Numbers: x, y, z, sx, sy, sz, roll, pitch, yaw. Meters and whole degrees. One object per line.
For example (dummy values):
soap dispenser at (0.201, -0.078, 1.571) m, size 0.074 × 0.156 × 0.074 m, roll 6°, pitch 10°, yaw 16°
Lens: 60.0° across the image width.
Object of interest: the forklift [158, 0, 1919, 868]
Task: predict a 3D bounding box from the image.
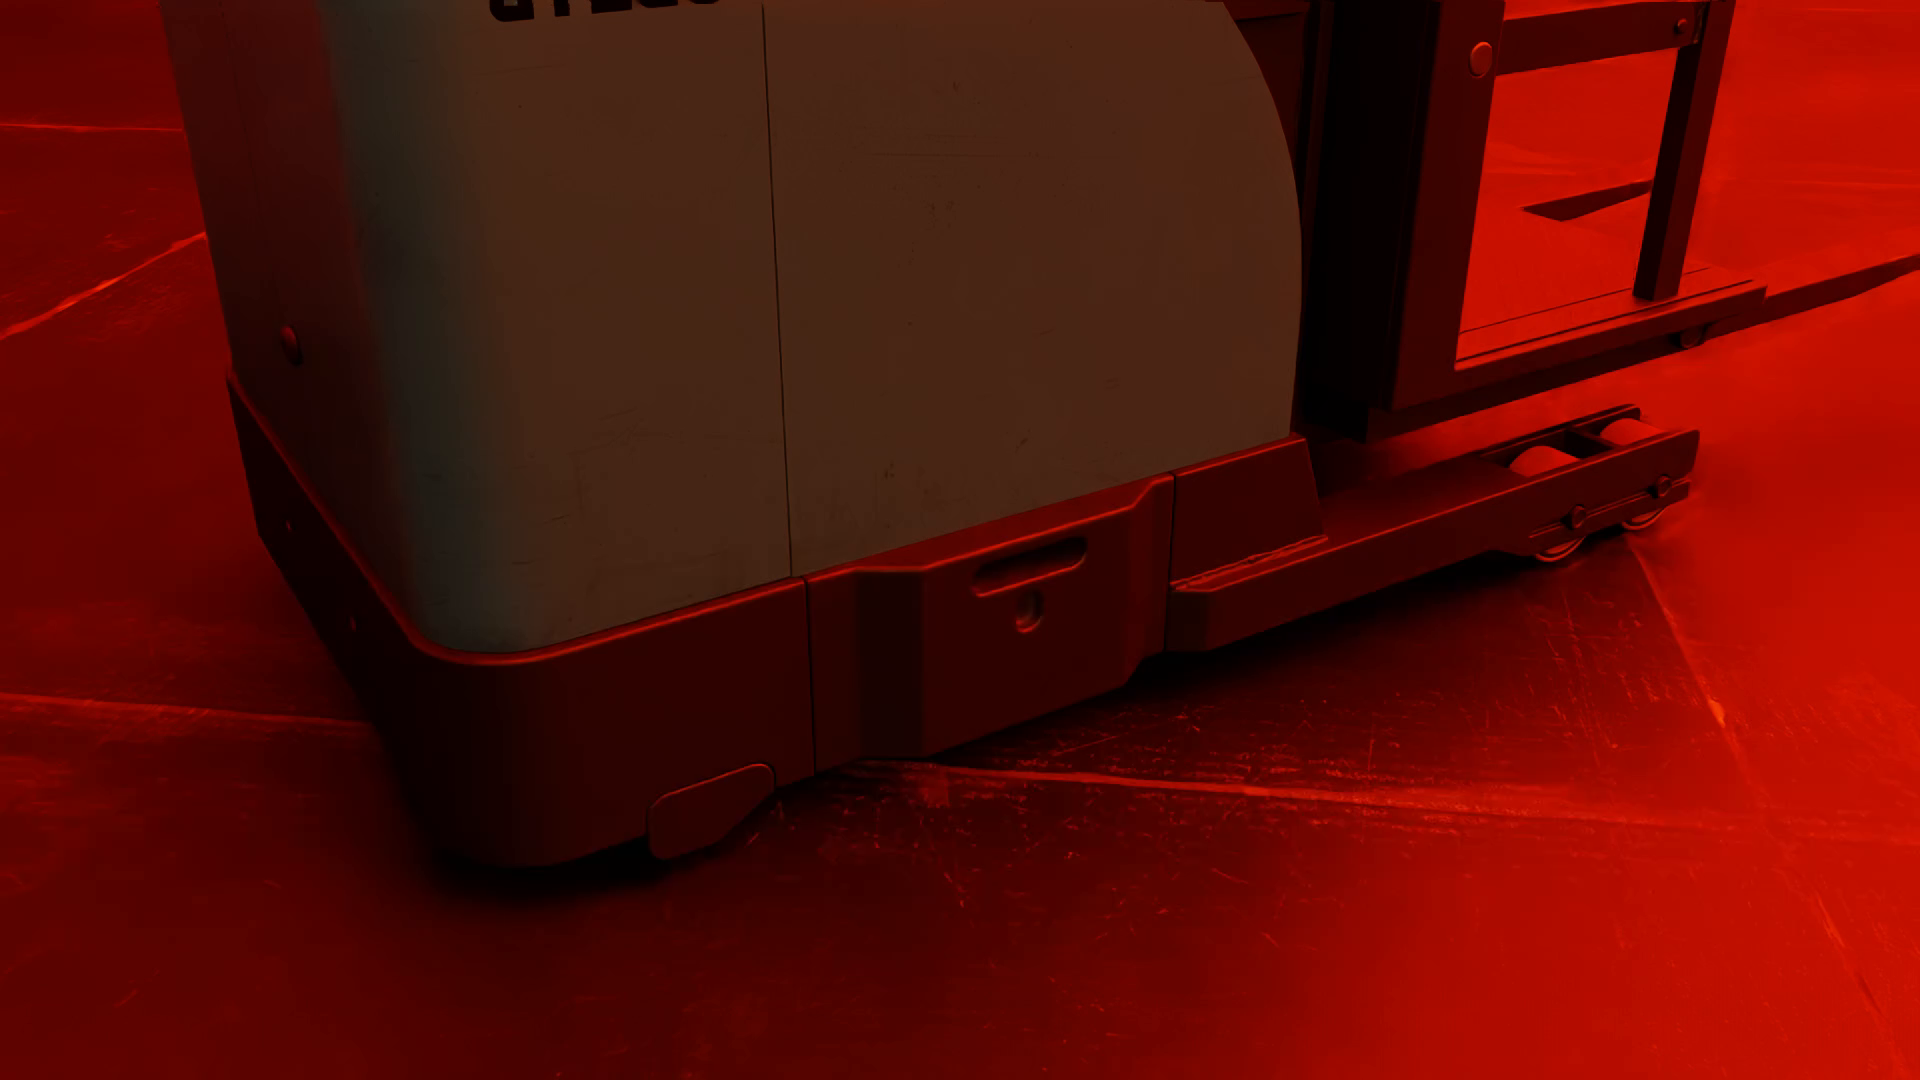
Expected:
forklift at (0.511, -1.461, 2.145) m, size 3.031 × 2.935 × 1.130 m, roll -16°, pitch 31°, yaw -29°
